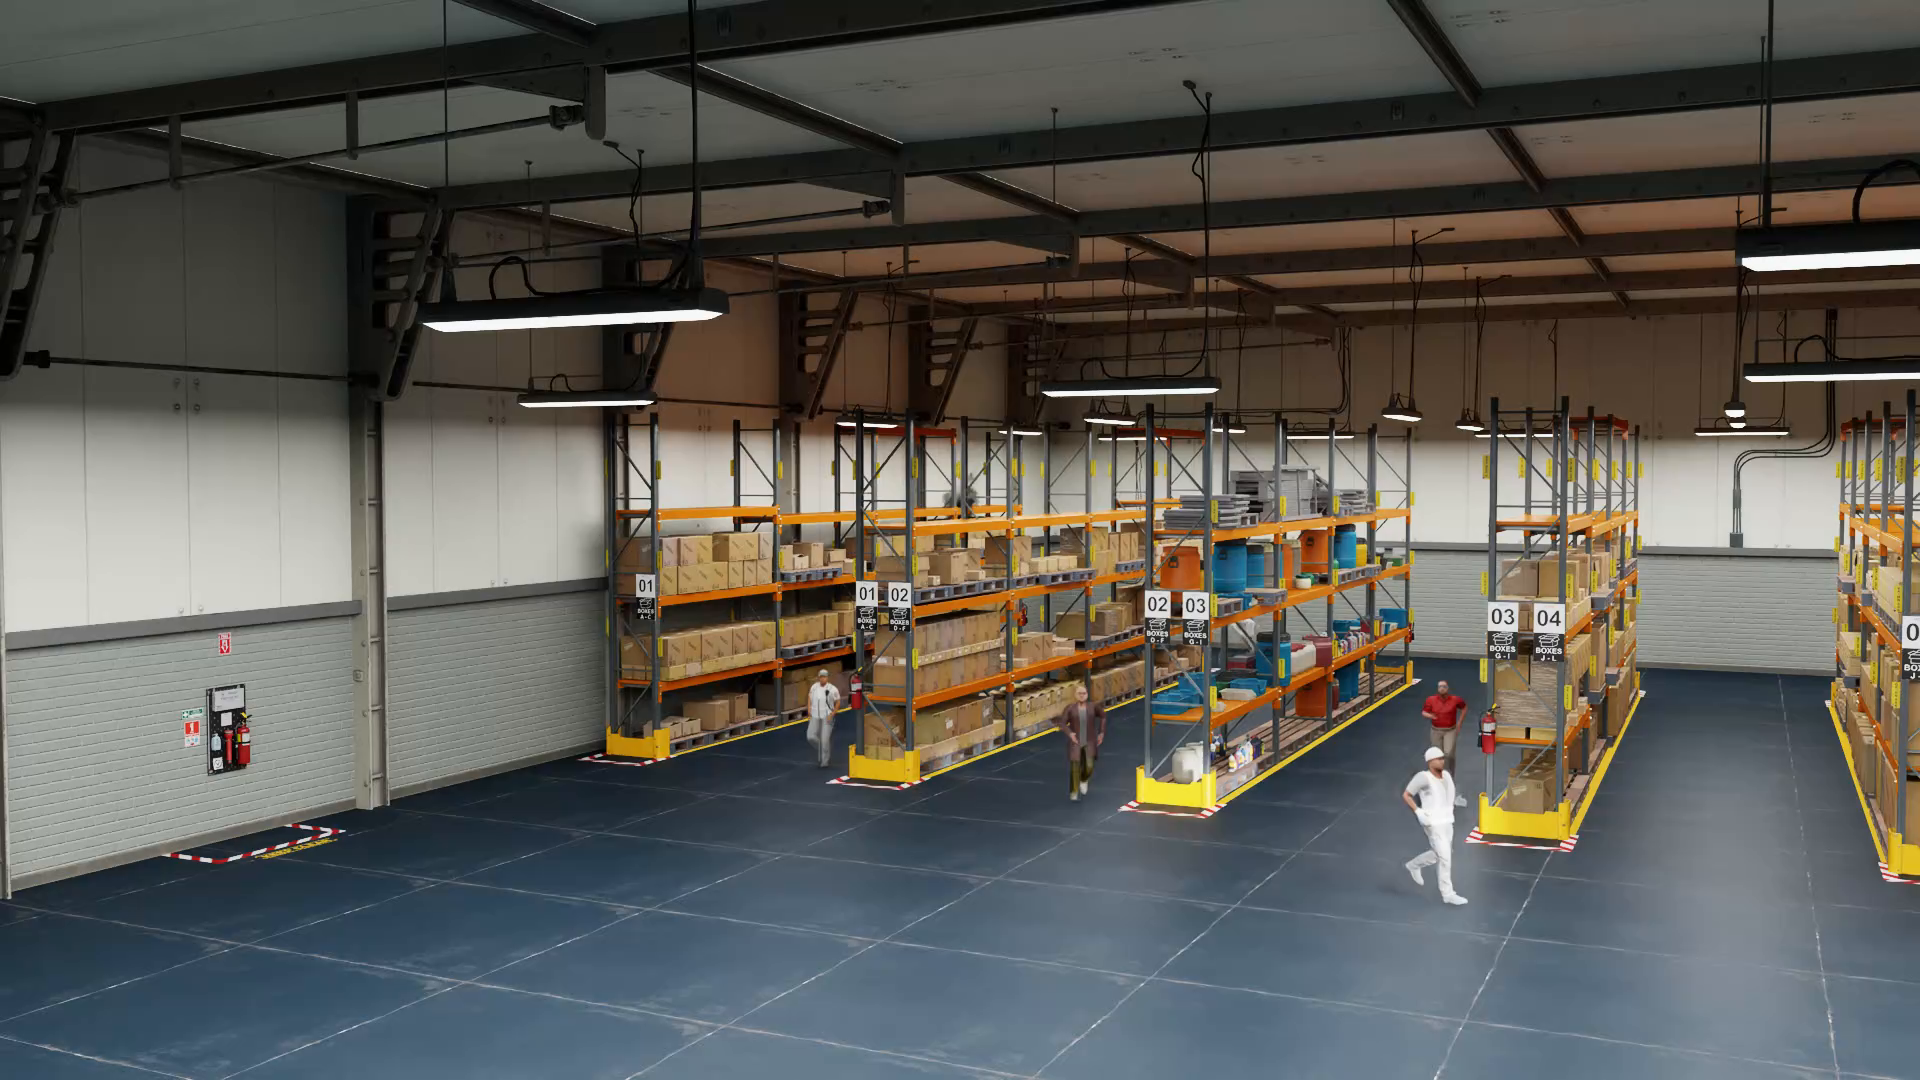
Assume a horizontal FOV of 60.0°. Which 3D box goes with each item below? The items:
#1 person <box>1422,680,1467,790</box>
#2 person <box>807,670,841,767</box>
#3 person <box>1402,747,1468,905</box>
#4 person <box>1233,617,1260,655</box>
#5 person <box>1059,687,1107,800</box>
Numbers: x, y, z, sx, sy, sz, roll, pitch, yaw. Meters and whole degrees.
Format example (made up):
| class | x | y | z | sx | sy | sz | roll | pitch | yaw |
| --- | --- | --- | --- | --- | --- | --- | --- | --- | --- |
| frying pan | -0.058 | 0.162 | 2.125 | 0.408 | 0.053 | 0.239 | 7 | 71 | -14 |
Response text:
| class | x | y | z | sx | sy | sz | roll | pitch | yaw |
| --- | --- | --- | --- | --- | --- | --- | --- | --- | --- |
| person | 7.568 | 3.067 | 26.029 | 0.641 | 1.759 | 0.790 | 1 | 3 | 27 |
| person | -2.345 | 3.014 | 28.141 | 0.633 | 1.637 | 0.509 | 1 | 3 | 20 |
| person | 5.539 | 3.296 | 19.374 | 0.696 | 1.763 | 0.941 | -2 | 3 | -36 |
| person | 7.219 | 2.431 | 41.693 | 0.620 | 1.684 | 0.637 | -2 | 3 | -42 |
| person | 1.857 | 3.075 | 25.048 | 0.741 | 1.734 | 0.664 | 0 | 2 | 0 |
